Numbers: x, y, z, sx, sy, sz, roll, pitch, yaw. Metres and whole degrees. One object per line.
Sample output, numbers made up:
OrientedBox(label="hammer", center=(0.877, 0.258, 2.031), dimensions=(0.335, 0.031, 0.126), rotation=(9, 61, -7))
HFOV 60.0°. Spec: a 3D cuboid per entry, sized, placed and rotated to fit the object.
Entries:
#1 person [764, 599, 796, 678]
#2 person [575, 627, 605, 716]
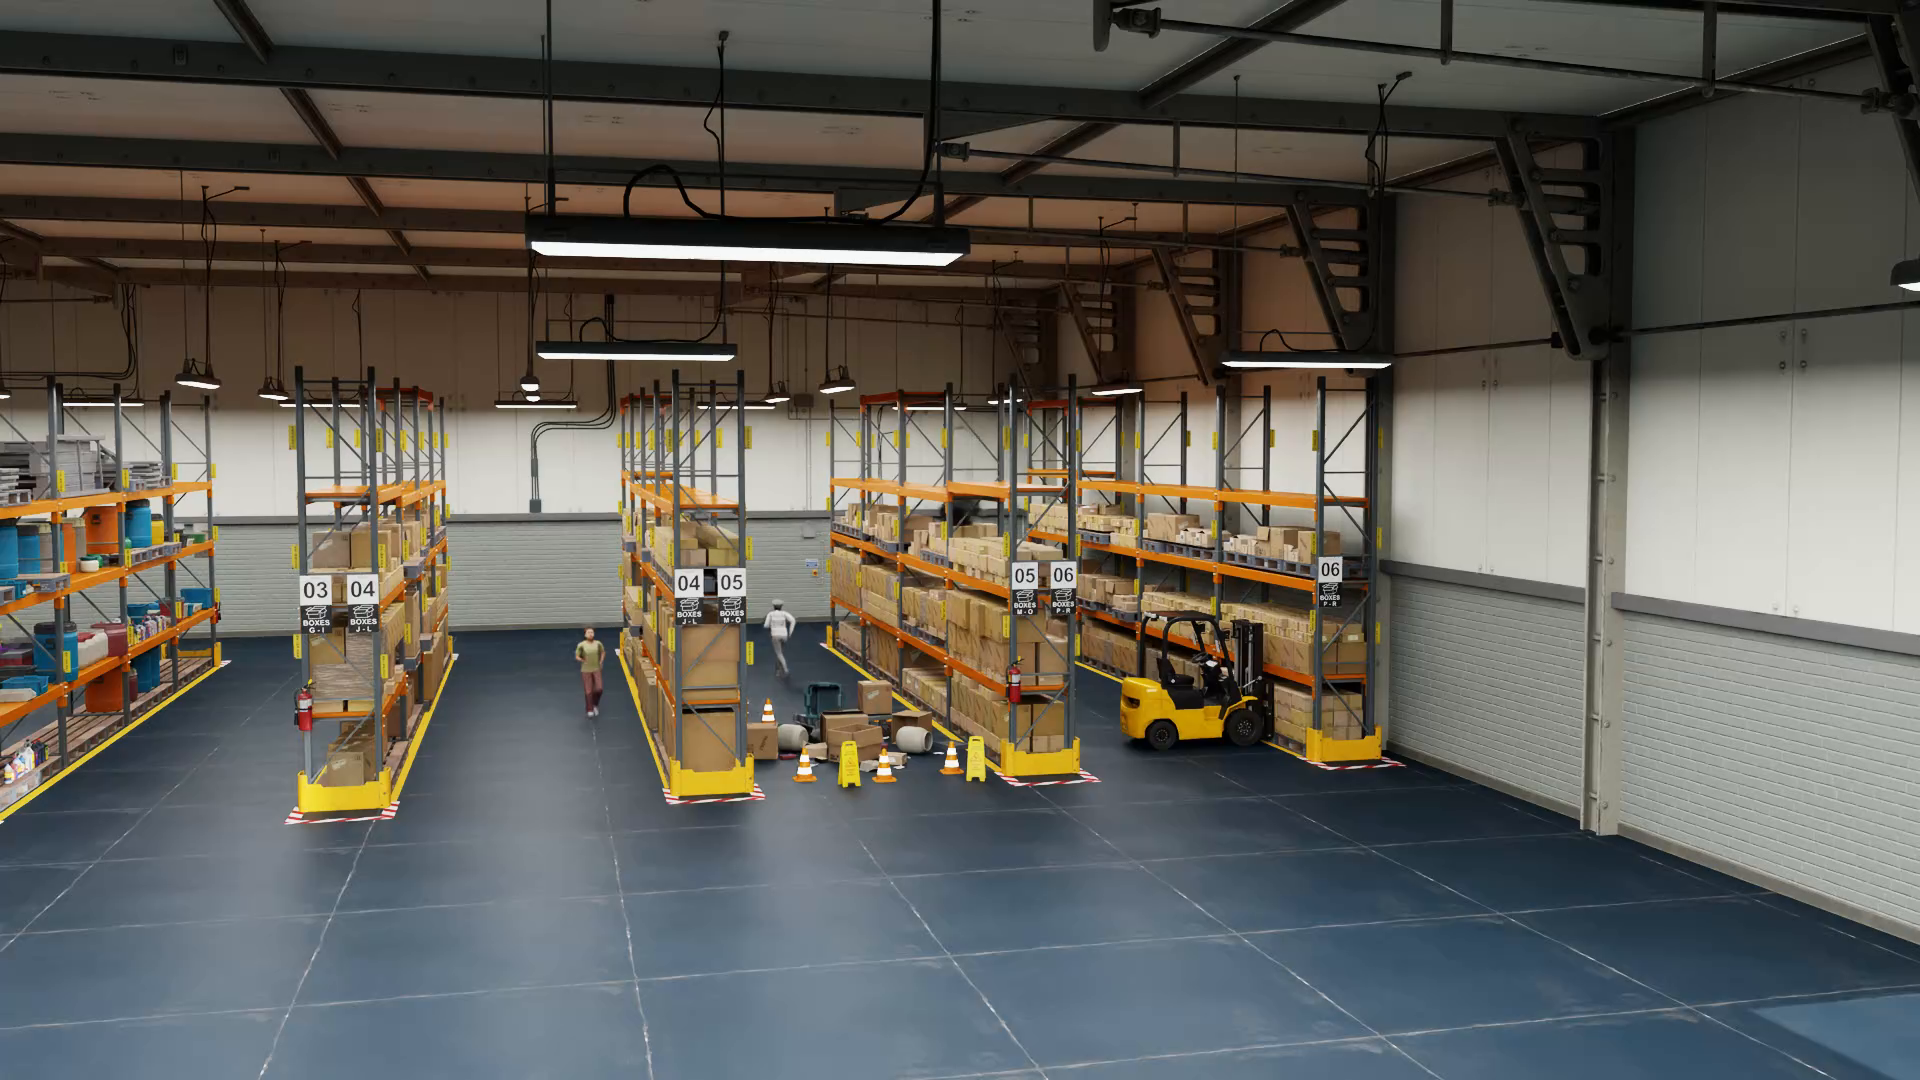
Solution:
OrientedBox(label="person", center=(-3.762, 2.107, 34.786), dimensions=(0.613, 1.697, 0.964), rotation=(-2, 4, -26))
OrientedBox(label="person", center=(-6.646, 2.381, 30.018), dimensions=(0.568, 1.628, 0.543), rotation=(-1, 4, -22))
